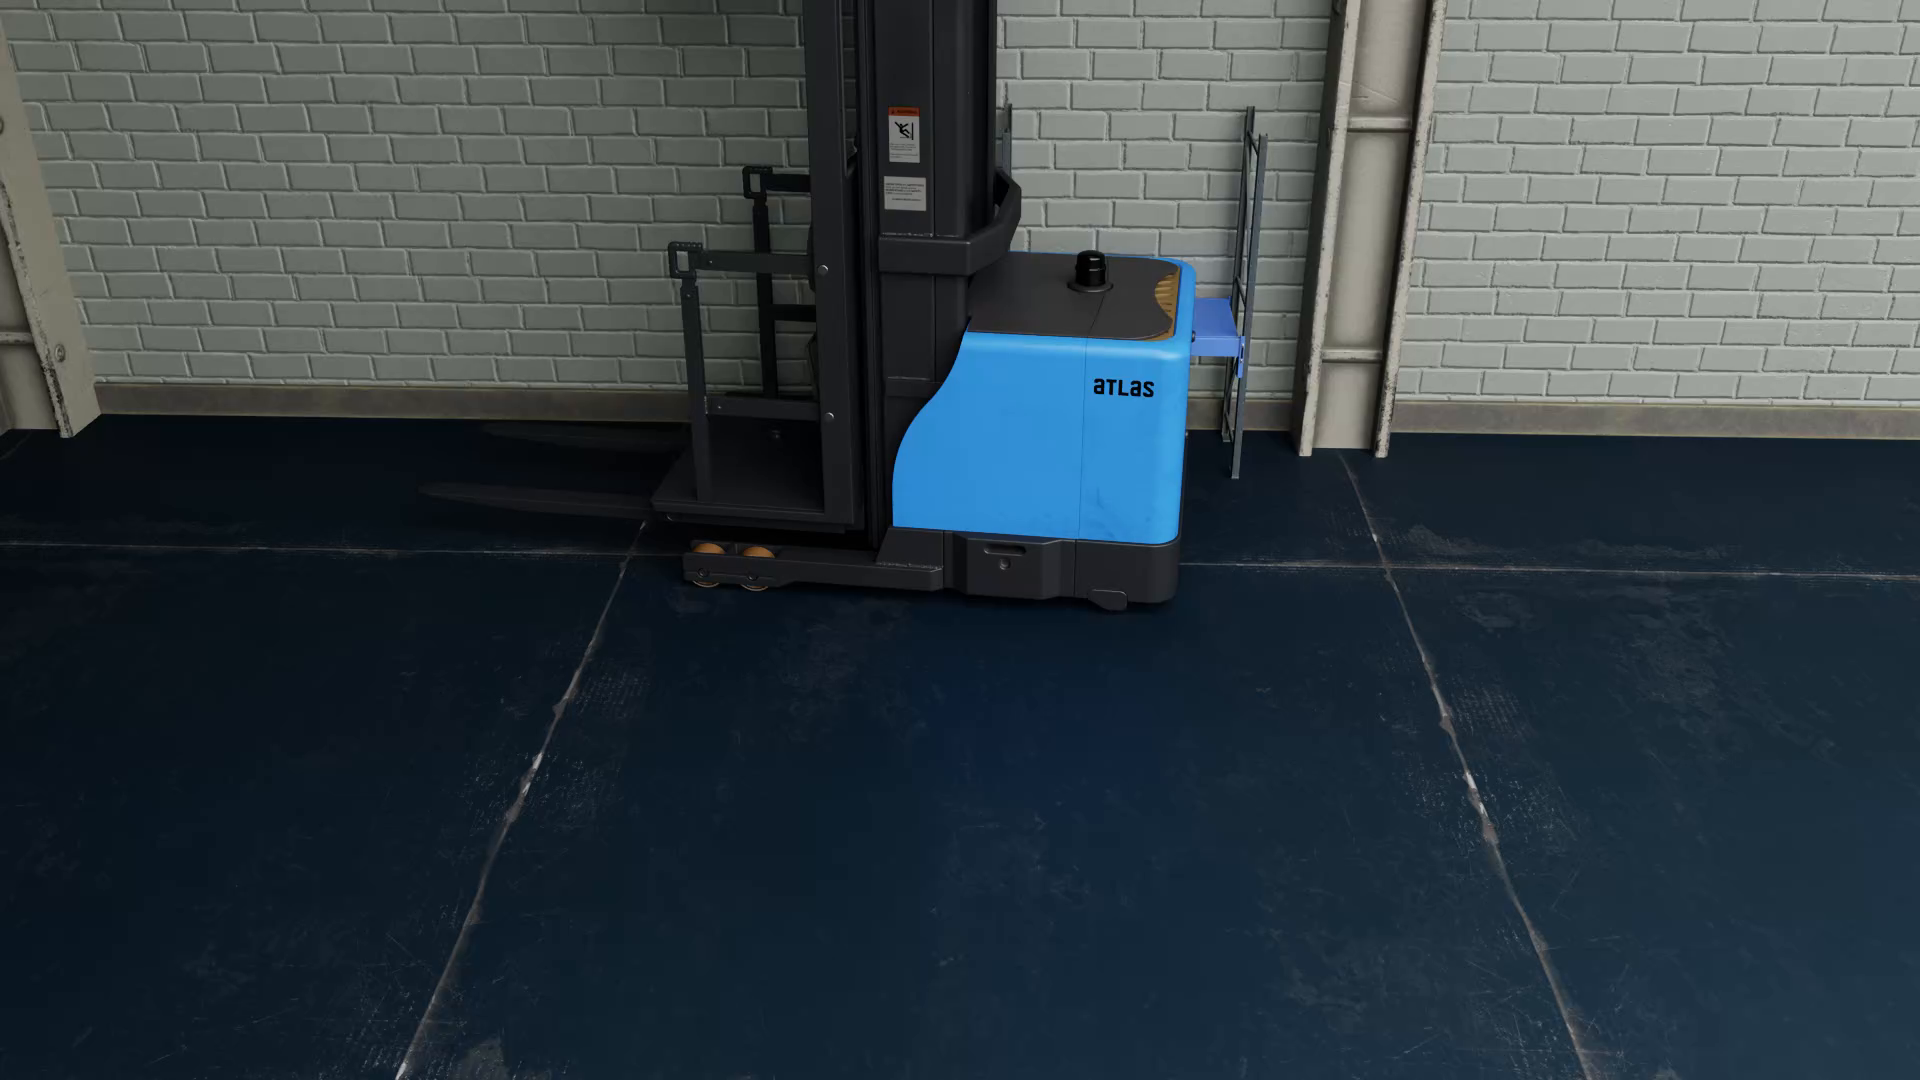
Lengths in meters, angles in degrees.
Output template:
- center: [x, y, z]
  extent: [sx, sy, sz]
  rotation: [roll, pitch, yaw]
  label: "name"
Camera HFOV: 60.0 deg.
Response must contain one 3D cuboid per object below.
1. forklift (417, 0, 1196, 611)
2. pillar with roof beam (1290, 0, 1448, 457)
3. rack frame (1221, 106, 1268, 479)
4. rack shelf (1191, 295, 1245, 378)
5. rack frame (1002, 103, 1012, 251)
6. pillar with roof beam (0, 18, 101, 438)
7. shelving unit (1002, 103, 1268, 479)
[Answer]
- center: [-0.622, -1.339, 6.146]
  extent: [3.031, 2.935, 1.130]
  rotation: [4, 28, 8]
  label: "forklift"
- center: [1.571, -2.408, 1.684]
  extent: [0.400, 9.000, 9.100]
  rotation: [1, 28, 2]
  label: "pillar with roof beam"
- center: [1.210, -1.045, 7.119]
  extent: [0.032, 1.500, 0.500]
  rotation: [1, 28, 2]
  label: "rack frame"
- center: [0.702, -0.897, 7.224]
  extent: [1.000, 0.185, 0.538]
  rotation: [1, 28, 2]
  label: "rack shelf"
- center: [0.195, -1.066, 7.160]
  extent: [0.032, 1.500, 0.500]
  rotation: [1, 28, 2]
  label: "rack frame"
- center: [-4.426, -2.507, 1.871]
  extent: [0.400, 9.000, 9.100]
  rotation: [1, 28, 2]
  label: "pillar with roof beam"
- center: [0.702, -1.056, 7.140]
  extent: [1.048, 1.500, 0.538]
  rotation: [1, 28, 2]
  label: "shelving unit"
